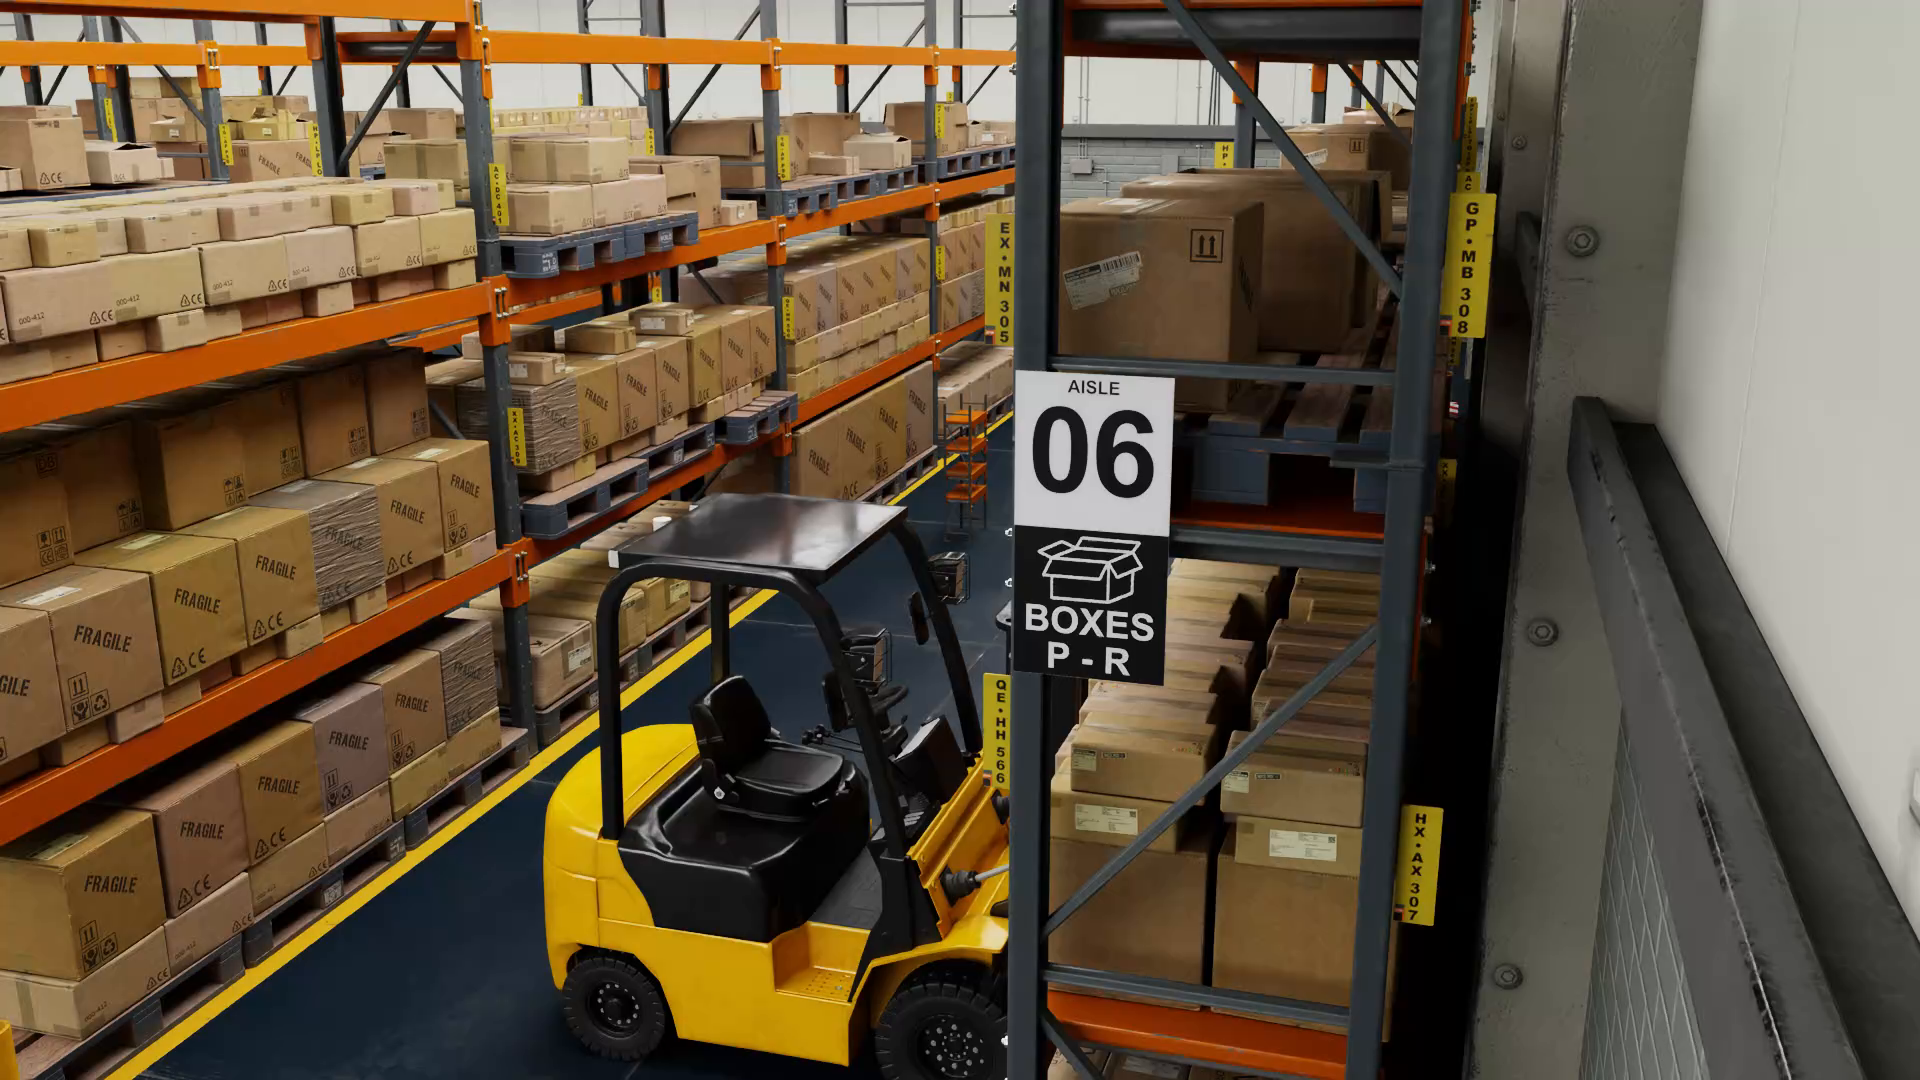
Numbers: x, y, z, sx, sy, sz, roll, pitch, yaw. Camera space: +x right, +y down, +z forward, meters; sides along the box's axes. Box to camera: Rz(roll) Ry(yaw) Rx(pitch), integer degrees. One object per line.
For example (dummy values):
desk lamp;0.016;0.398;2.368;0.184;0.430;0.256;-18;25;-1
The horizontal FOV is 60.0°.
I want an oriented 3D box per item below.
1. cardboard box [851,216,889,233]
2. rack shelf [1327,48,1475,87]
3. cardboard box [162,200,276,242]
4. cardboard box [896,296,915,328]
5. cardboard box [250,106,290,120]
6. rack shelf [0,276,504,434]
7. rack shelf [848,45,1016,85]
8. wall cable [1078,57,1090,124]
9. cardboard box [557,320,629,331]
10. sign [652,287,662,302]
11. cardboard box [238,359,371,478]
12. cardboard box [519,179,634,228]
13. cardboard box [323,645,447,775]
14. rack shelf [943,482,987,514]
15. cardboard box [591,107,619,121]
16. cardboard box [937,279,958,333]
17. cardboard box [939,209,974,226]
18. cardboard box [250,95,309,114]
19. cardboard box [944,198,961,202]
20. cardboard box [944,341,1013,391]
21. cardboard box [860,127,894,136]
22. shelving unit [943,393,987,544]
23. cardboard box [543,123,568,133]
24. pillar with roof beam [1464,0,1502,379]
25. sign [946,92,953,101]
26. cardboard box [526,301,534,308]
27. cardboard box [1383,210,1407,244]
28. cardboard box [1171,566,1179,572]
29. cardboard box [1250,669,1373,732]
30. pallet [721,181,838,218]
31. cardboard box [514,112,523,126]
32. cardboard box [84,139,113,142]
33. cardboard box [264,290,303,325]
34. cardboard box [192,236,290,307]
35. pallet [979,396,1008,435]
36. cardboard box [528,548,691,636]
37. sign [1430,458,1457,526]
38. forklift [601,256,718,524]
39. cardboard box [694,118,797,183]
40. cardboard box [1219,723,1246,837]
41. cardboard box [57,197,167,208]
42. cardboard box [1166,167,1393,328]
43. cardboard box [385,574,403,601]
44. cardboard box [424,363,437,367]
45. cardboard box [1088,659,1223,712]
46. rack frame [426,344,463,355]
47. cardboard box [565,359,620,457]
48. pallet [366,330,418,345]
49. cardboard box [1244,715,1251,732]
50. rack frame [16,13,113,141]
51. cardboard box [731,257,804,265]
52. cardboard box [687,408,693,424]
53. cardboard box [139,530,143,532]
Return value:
cardboard box;-0.940;-3.238;17.044;0.380;0.149;0.250;4;16;15
rack shelf;3.469;-3.732;13.048;1.077;0.370;4.000;5;16;16
cardboard box;-3.226;-1.392;7.241;0.380;0.149;0.250;5;17;17
cardboard box;-0.750;-2.194;15.928;0.500;0.250;0.500;5;17;17
cardboard box;-6.423;-3.926;15.591;0.396;0.266;0.258;5;16;16
rack shelf;-3.565;-0.772;7.377;1.077;0.370;4.000;5;16;16
rack shelf;-0.154;-5.163;18.091;1.077;0.370;4.000;5;16;16
wall cable;1.760;-7.734;25.107;0.463;3.000;0.029;5;16;16
cardboard box;-2.495;-1.262;11.785;0.500;0.500;0.500;5;17;17
sign;-2.393;-1.844;13.213;0.100;0.325;0.005;5;16;16
cardboard box;-3.495;-0.641;8.530;0.700;0.500;0.500;5;17;16
cardboard box;-2.303;-2.026;9.984;0.500;0.250;0.500;4;16;15
cardboard box;-3.050;0.870;8.660;0.500;0.500;0.500;5;17;17
rack shelf;0.047;-0.365;14.391;0.258;0.148;0.480;5;16;16
cardboard box;-4.381;-5.187;20.252;0.380;0.149;0.250;5;17;17
cardboard box;-0.338;-2.442;17.260;0.500;0.500;0.500;5;17;18
cardboard box;-0.062;-3.461;17.831;0.380;0.149;0.250;4;16;14
cardboard box;-9.184;-5.708;22.323;0.700;0.500;0.500;4;16;13
cardboard box;-0.200;-3.905;19.394;0.380;0.149;0.250;4;16;14
cardboard box;0.322;-2.127;20.258;0.875;0.438;0.875;4;16;14
cardboard box;-0.848;-4.112;17.127;0.396;0.266;0.258;5;17;18
shelving unit;0.047;-0.621;14.318;0.258;1.200;0.503;5;16;16
cardboard box;-4.828;-4.628;19.012;0.500;0.250;0.500;5;17;17
pillar with roof beam;2.677;-6.810;21.847;9.100;9.000;0.400;5;16;16
sign;-0.116;-5.284;20.219;0.100;0.325;0.005;5;16;16
cardboard box;-5.076;-2.724;18.897;0.380;0.149;0.250;4;16;13
cardboard box;2.193;-1.594;8.462;0.380;0.149;0.250;5;16;16
cardboard box;1.030;0.221;6.682;0.380;0.149;0.250;4;16;14
cardboard box;1.095;0.521;5.078;0.380;0.149;0.250;5;17;17
pallet;-1.727;-2.770;13.447;1.213;0.211;1.003;5;17;18
cardboard box;-5.056;-4.648;18.351;0.380;0.149;0.250;4;16;15
cardboard box;-7.051;-3.081;13.407;0.500;0.311;0.500;5;16;16
cardboard box;-3.254;-1.085;7.622;0.380;0.149;0.250;5;17;17
cardboard box;-3.295;-1.178;7.217;0.500;0.250;0.500;5;17;17
pallet;-0.087;-1.463;19.101;1.003;0.211;1.213;5;16;16
cardboard box;-2.453;0.356;11.624;0.950;0.372;0.625;5;17;18
sign;2.296;-0.227;7.900;0.100;0.325;0.005;5;16;16
forklift;-2.848;-1.754;15.141;1.130;2.935;3.031;5;16;16
cardboard box;-1.760;-3.212;13.707;0.700;0.500;0.500;4;16;13
cardboard box;0.672;0.900;5.478;0.500;0.500;0.500;5;17;18
cardboard box;-3.761;-1.434;7.391;0.380;0.149;0.250;5;17;17
cardboard box;1.109;-1.056;5.917;0.797;0.503;0.637;5;17;18
cardboard box;-3.093;0.222;8.510;0.380;0.149;0.250;4;16;15
cardboard box;-5.626;-1.661;17.127;0.500;0.250;0.500;5;17;19
cardboard box;0.616;0.481;5.220;0.380;0.149;0.250;5;17;17
rack frame;-5.498;-2.649;18.172;1.000;3.000;0.127;5;16;16
cardboard box;-2.446;-0.823;10.238;0.500;0.500;0.500;5;16;16
pallet;-6.111;-2.031;16.346;1.003;0.211;1.213;5;16;16
cardboard box;1.060;0.668;5.107;0.380;0.149;0.250;4;16;15
rack frame;-10.224;-5.946;18.803;1.000;3.000;0.127;5;16;16
cardboard box;-1.678;-2.194;14.552;0.500;0.500;0.500;5;16;16
cardboard box;-2.099;-0.883;11.636;0.380;0.149;0.250;5;17;16
cardboard box;-3.789;0.101;7.748;0.500;0.500;0.500;5;17;17
